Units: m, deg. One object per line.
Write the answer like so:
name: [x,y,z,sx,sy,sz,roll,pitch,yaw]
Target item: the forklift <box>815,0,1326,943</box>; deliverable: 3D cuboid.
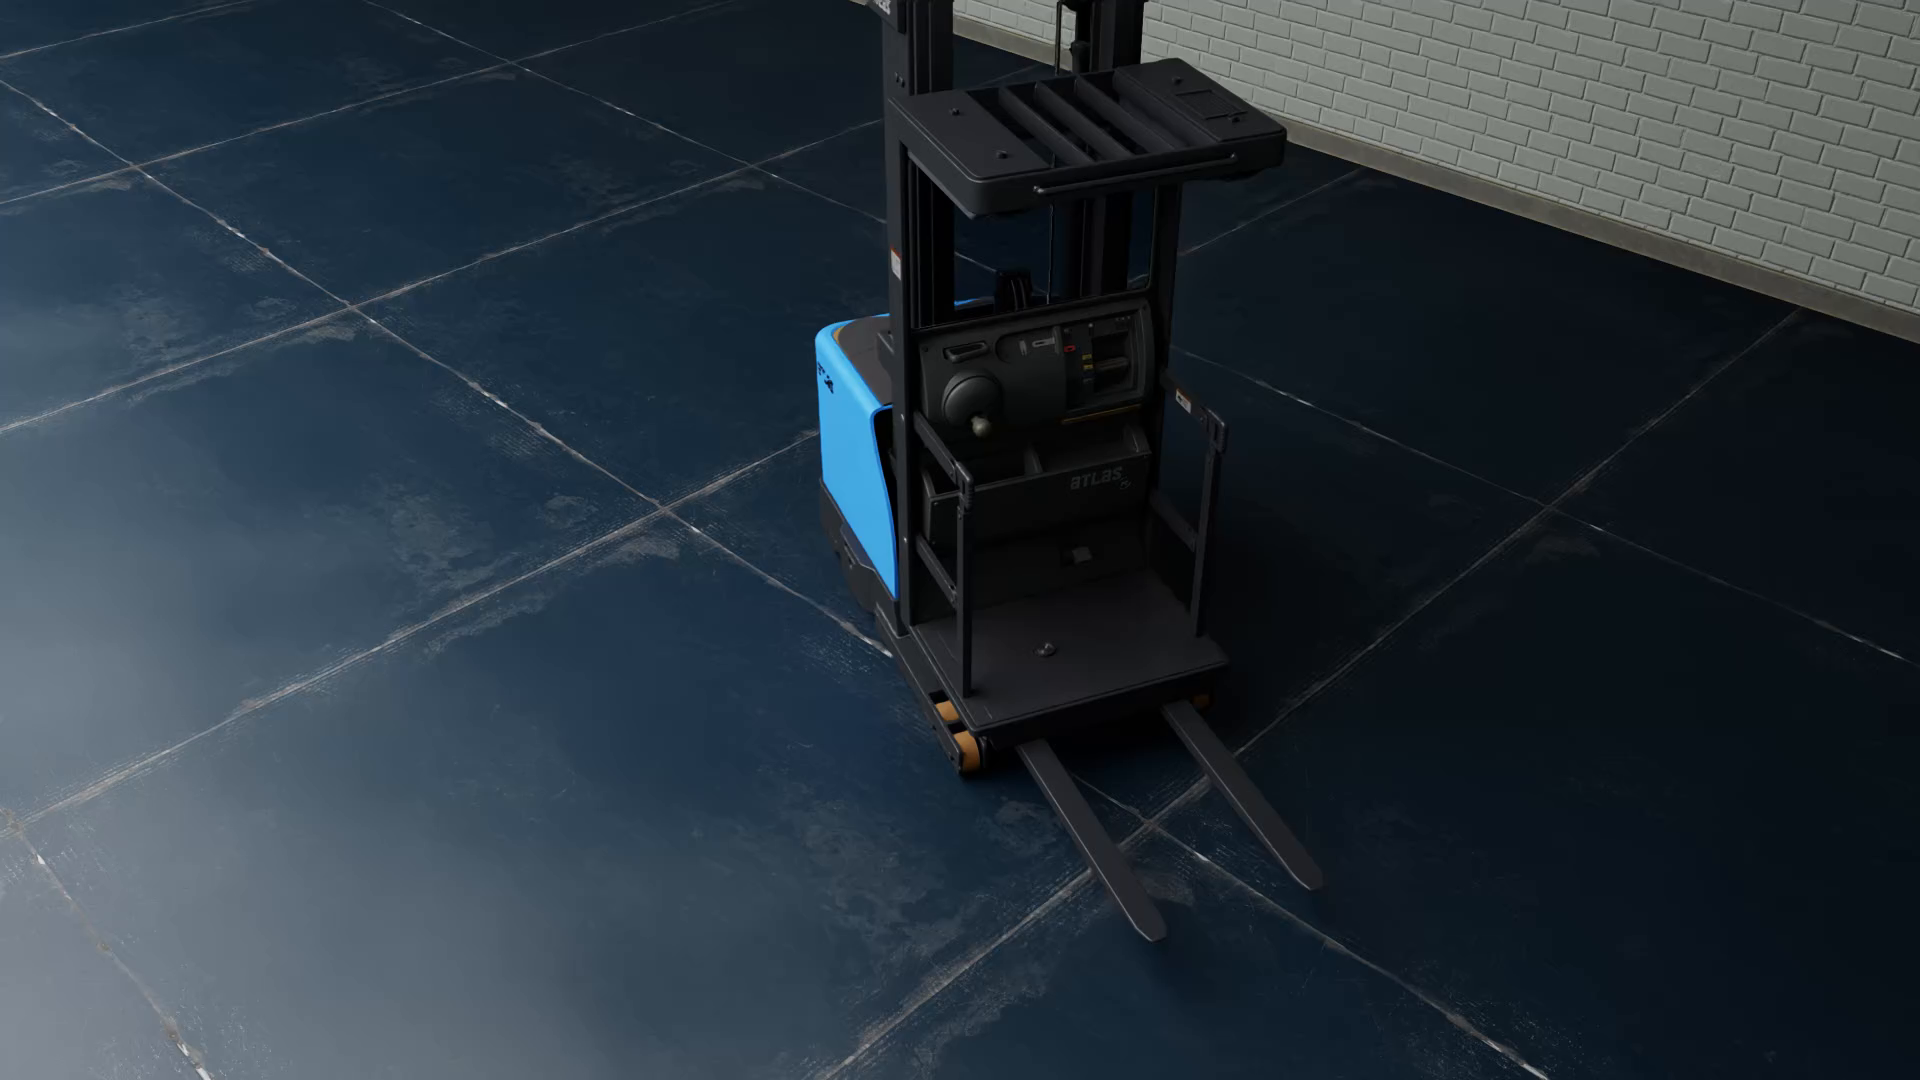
forklift: [0.376,-0.572,6.007,1.130,2.935,3.031,-13,37,-18]
